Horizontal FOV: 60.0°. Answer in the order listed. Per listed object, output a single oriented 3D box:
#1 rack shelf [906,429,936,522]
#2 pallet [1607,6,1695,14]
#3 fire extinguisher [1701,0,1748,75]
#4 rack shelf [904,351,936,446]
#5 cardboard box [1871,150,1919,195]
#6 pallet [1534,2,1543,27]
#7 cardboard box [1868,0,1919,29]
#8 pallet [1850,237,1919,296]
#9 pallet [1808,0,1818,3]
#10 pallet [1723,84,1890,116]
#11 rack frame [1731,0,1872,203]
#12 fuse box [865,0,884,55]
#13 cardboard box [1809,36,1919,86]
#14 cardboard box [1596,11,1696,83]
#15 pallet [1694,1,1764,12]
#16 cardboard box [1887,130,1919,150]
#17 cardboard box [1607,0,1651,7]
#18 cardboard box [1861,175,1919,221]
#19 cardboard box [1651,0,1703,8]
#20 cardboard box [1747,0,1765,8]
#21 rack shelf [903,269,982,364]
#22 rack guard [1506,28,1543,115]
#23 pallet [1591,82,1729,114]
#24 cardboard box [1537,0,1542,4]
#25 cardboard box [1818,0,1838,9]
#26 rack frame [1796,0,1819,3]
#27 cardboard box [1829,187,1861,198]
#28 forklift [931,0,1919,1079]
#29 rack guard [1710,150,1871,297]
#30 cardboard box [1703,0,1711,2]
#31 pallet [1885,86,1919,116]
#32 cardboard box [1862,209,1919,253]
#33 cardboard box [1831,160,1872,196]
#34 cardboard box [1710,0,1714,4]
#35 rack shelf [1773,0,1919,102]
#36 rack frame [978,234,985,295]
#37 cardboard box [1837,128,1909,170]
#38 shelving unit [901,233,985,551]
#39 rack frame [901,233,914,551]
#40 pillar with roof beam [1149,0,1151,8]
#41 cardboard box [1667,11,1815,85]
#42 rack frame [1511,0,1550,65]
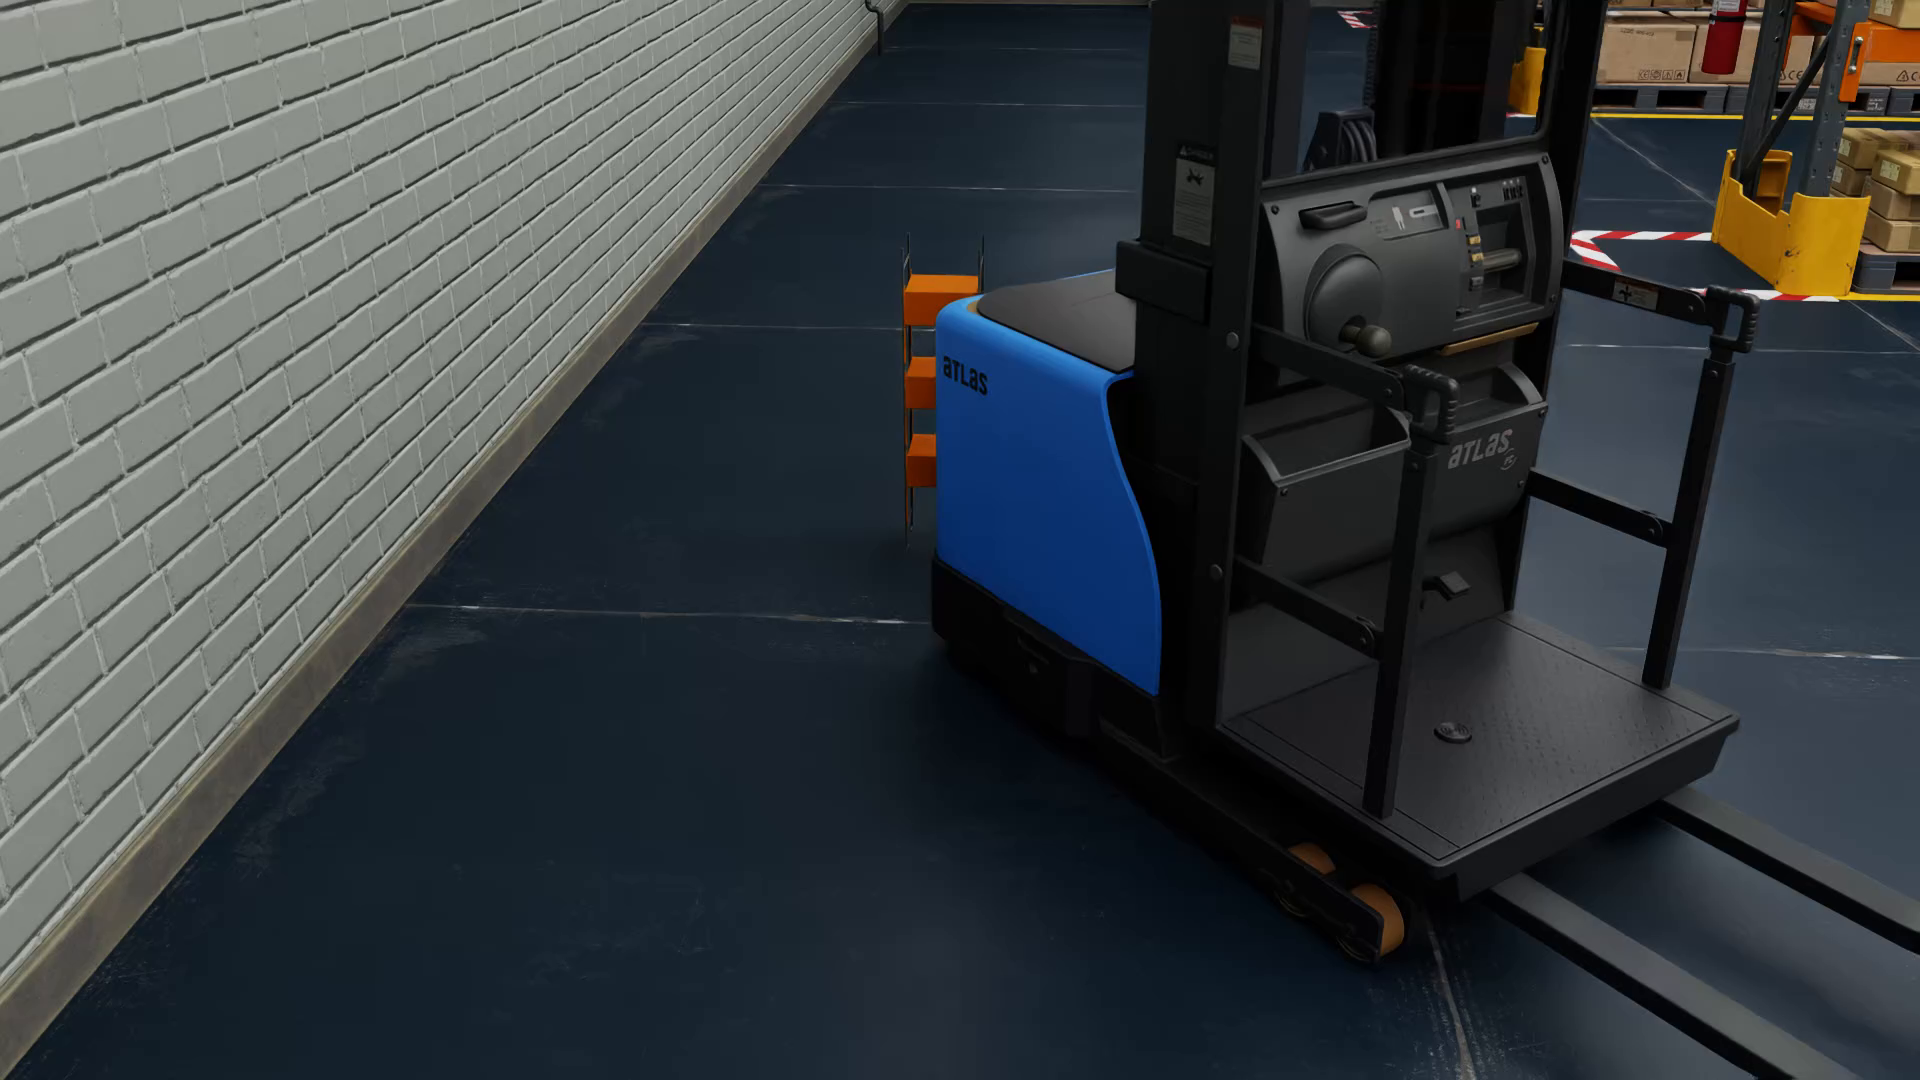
[{"bbox_3d":[-0.053,-0.217,5.655,0.240,0.259,0.215,2,25,4],"label":"rack shelf"},{"bbox_3d":[7.063,-5.648,17.771,1.213,0.211,1.003,2,25,4],"label":"pallet"},{"bbox_3d":[4.109,-2.843,8.878,0.183,0.674,0.296,2,25,4],"label":"fire extinguisher"},{"bbox_3d":[-0.053,-0.469,5.539,0.240,0.259,0.215,2,25,4],"label":"rack shelf"},{"bbox_3d":[4.821,-1.854,8.388,0.250,0.149,0.380,1,25,2],"label":"cardboard box"},{"bbox_3d":[5.850,-5.688,17.859,1.213,0.211,1.003,2,25,4],"label":"pallet"},{"bbox_3d":[4.622,-2.586,8.082,0.250,0.149,0.380,2,25,4],"label":"cardboard box"},{"bbox_3d":[5.207,-1.537,8.838,1.213,0.211,1.003,2,25,4],"label":"pallet"},{"bbox_3d":[9.781,-5.577,17.618,1.213,0.211,1.003,2,25,4],"label":"pallet"},{"bbox_3d":[6.619,-3.613,13.350,1.213,0.211,1.003,2,25,4],"label":"pallet"},{"bbox_3d":[4.324,-2.847,8.349,0.127,3.000,1.000,2,25,4],"label":"rack frame"},{"bbox_3d":[-0.715,-5.370,15.372,0.414,1.711,0.539,2,25,4],"label":"fuse box"},{"bbox_3d":[7.080,-3.905,13.212,0.875,0.438,0.875,1,25,2],"label":"cardboard box"},{"bbox_3d":[5.268,-3.961,13.332,0.875,0.438,0.875,1,25,2],"label":"cardboard box"},{"bbox_3d":[8.282,-5.610,17.689,1.213,0.211,1.003,2,25,4],"label":"pallet"},{"bbox_3d":[5.118,-2.070,8.856,0.250,0.149,0.380,2,25,5],"label":"cardboard box"},{"bbox_3d":[6.950,-5.876,17.420,0.500,0.500,0.500,2,25,5],"label":"cardboard box"},{"bbox_3d":[4.827,-1.754,8.526,0.250,0.149,0.380,3,25,6],"label":"cardboard box"},{"bbox_3d":[7.466,-5.902,17.475,0.500,0.500,0.700,1,25,2],"label":"cardboard box"},{"bbox_3d":[8.389,-5.645,17.338,0.250,0.149,0.380,1,25,2],"label":"cardboard box"},{"bbox_3d":[-0.053,-0.727,5.420,0.240,0.259,0.215,2,25,4],"label":"rack shelf"},{"bbox_3d":[4.579,-3.778,13.364,0.348,0.500,1.175,2,25,4],"label":"rack guard"},{"bbox_3d":[5.406,-3.653,13.437,1.213,0.211,1.003,2,25,4],"label":"pallet"},{"bbox_3d":[6.002,-5.789,17.651,0.250,0.149,0.380,1,25,2],"label":"cardboard box"},{"bbox_3d":[4.671,-2.840,8.635,0.250,0.149,0.380,2,25,4],"label":"cardboard box"},{"bbox_3d":[8.967,-6.854,17.057,0.127,3.000,1.000,2,25,4],"label":"rack frame"},{"bbox_3d":[4.865,-1.813,9.009,0.250,0.149,0.380,2,25,5],"label":"cardboard box"},{"bbox_3d":[1.162,-0.622,3.596,1.130,2.935,3.031,-16,29,-31],"label":"forklift"},{"bbox_3d":[4.400,-1.709,8.866,0.348,0.500,1.175,2,25,4],"label":"rack guard"},{"bbox_3d":[7.894,-5.883,17.856,0.250,0.149,0.380,2,25,3],"label":"cardboard box"},{"bbox_3d":[7.839,-3.575,13.268,1.213,0.211,1.003,2,25,4],"label":"pallet"},{"bbox_3d":[4.822,-1.592,8.530,0.250,0.149,0.380,2,25,5],"label":"cardboard box"},{"bbox_3d":[4.872,-1.980,9.016,0.250,0.149,0.380,1,25,3],"label":"cardboard box"},{"bbox_3d":[8.033,-5.710,17.339,0.258,0.266,0.396,3,25,6],"label":"cardboard box"},{"bbox_3d":[6.319,-2.456,8.360,4.000,0.370,1.077,2,25,4],"label":"rack shelf"},{"bbox_3d":[0.068,-0.475,5.526,0.008,1.050,0.200,2,25,4],"label":"rack frame"},{"bbox_3d":[4.872,-2.102,8.925,0.250,0.149,0.380,2,25,5],"label":"cardboard box"},{"bbox_3d":[-0.053,-0.479,5.534,0.252,1.050,0.215,2,25,4],"label":"shelving unit"},{"bbox_3d":[-0.175,-0.483,5.543,0.008,1.050,0.200,2,25,4],"label":"rack frame"},{"bbox_3d":[2.030,-8.375,13.186,0.400,9.000,9.100,2,25,4],"label":"pillar with roof beam"},{"bbox_3d":[6.181,-3.935,13.276,0.875,0.438,0.875,2,25,5],"label":"cardboard box"},{"bbox_3d":[4.603,-4.913,12.839,0.127,3.000,1.000,2,25,4],"label":"rack frame"}]
